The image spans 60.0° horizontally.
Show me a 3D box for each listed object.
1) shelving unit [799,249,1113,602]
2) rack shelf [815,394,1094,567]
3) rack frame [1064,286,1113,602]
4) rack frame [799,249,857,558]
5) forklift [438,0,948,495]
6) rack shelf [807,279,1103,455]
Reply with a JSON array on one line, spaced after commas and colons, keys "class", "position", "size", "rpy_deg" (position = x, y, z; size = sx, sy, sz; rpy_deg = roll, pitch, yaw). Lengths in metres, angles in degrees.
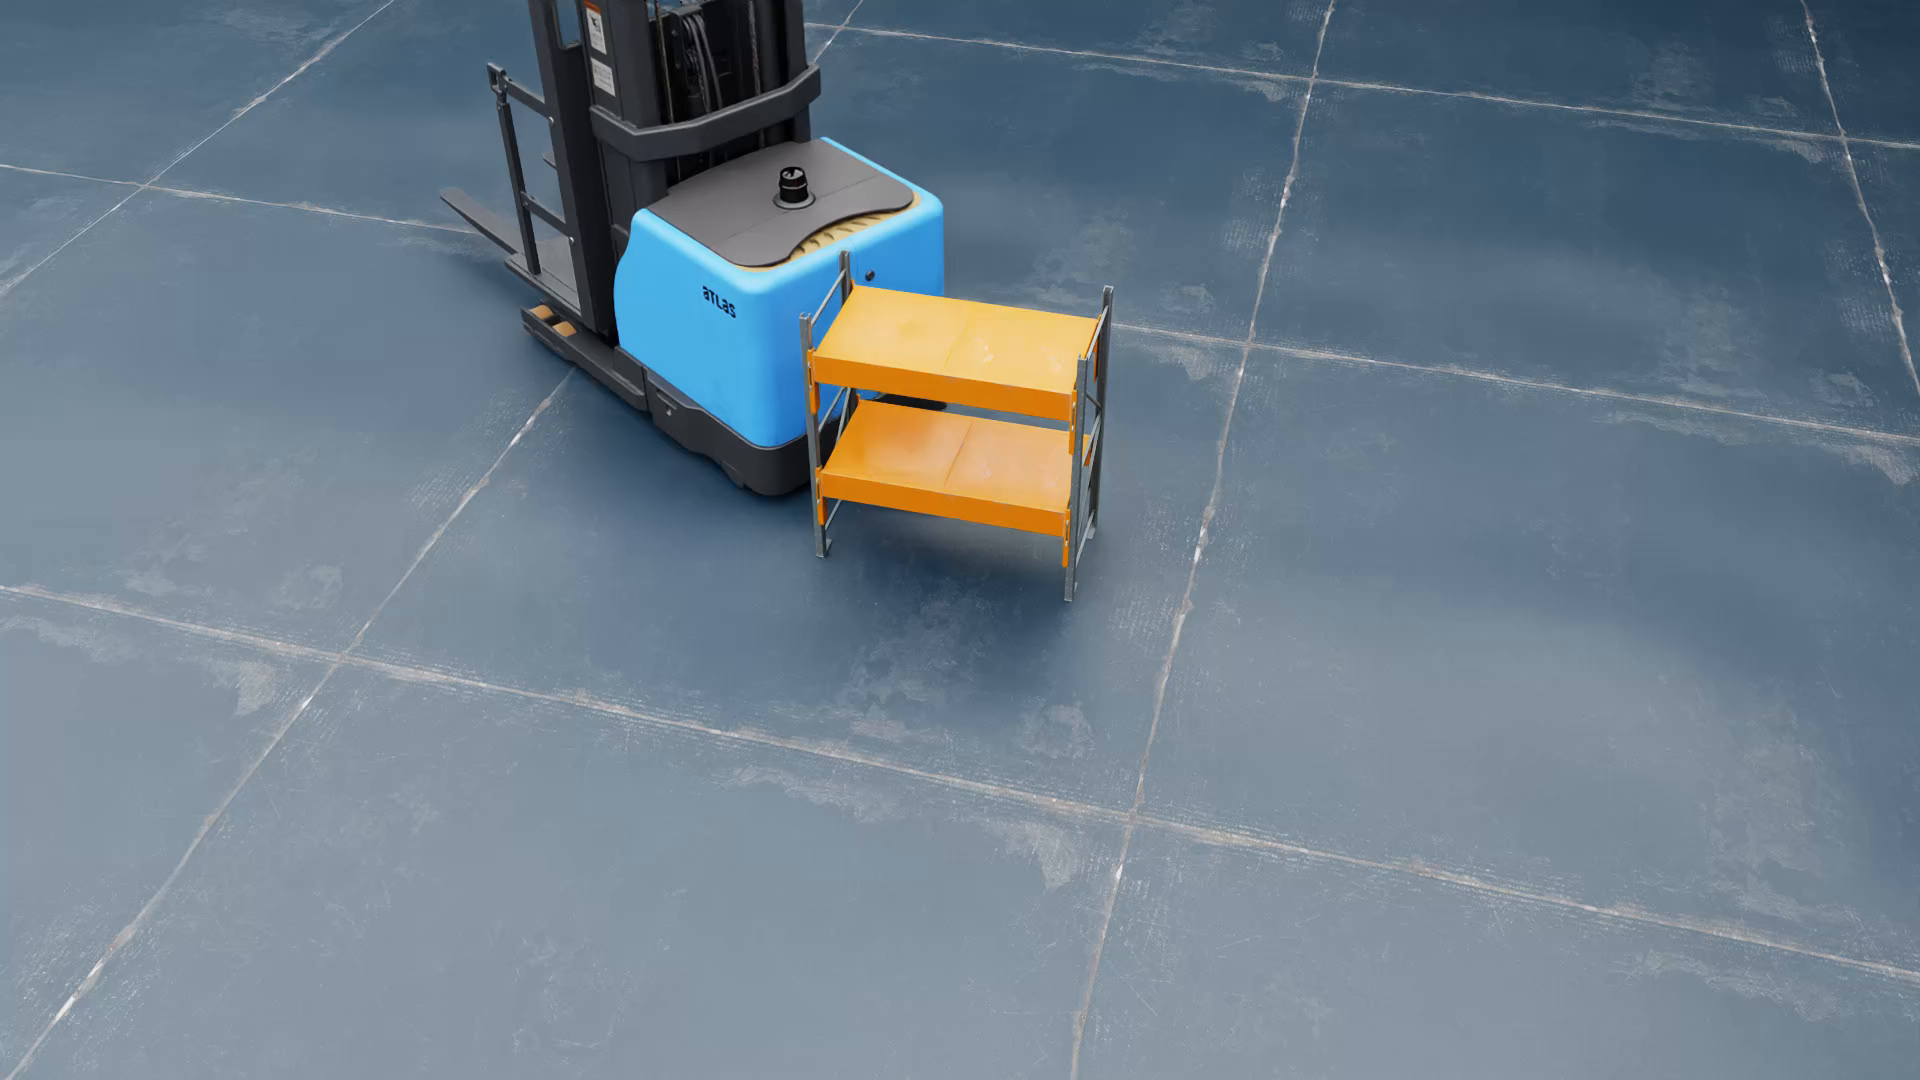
[{"class": "shelving unit", "position": [-0.007, -0.432, 6.390], "size": [1.048, 1.125, 0.538], "rpy_deg": [10, 41, 11]}, {"class": "rack shelf", "position": [-0.007, -0.245, 6.547], "size": [1.000, 0.278, 0.538], "rpy_deg": [10, 41, 11]}, {"class": "rack frame", "position": [0.485, -0.347, 6.289], "size": [0.032, 1.125, 0.500], "rpy_deg": [10, 41, 11]}, {"class": "rack frame", "position": [-0.498, -0.516, 6.490], "size": [0.032, 1.125, 0.500], "rpy_deg": [10, 41, 11]}, {"class": "forklift", "position": [-1.414, -2.169, 7.053], "size": [1.130, 2.935, 3.031], "rpy_deg": [-30, 49, -31]}, {"class": "rack shelf", "position": [-0.007, -0.656, 6.201], "size": [1.000, 0.278, 0.538], "rpy_deg": [10, 41, 11]}]
